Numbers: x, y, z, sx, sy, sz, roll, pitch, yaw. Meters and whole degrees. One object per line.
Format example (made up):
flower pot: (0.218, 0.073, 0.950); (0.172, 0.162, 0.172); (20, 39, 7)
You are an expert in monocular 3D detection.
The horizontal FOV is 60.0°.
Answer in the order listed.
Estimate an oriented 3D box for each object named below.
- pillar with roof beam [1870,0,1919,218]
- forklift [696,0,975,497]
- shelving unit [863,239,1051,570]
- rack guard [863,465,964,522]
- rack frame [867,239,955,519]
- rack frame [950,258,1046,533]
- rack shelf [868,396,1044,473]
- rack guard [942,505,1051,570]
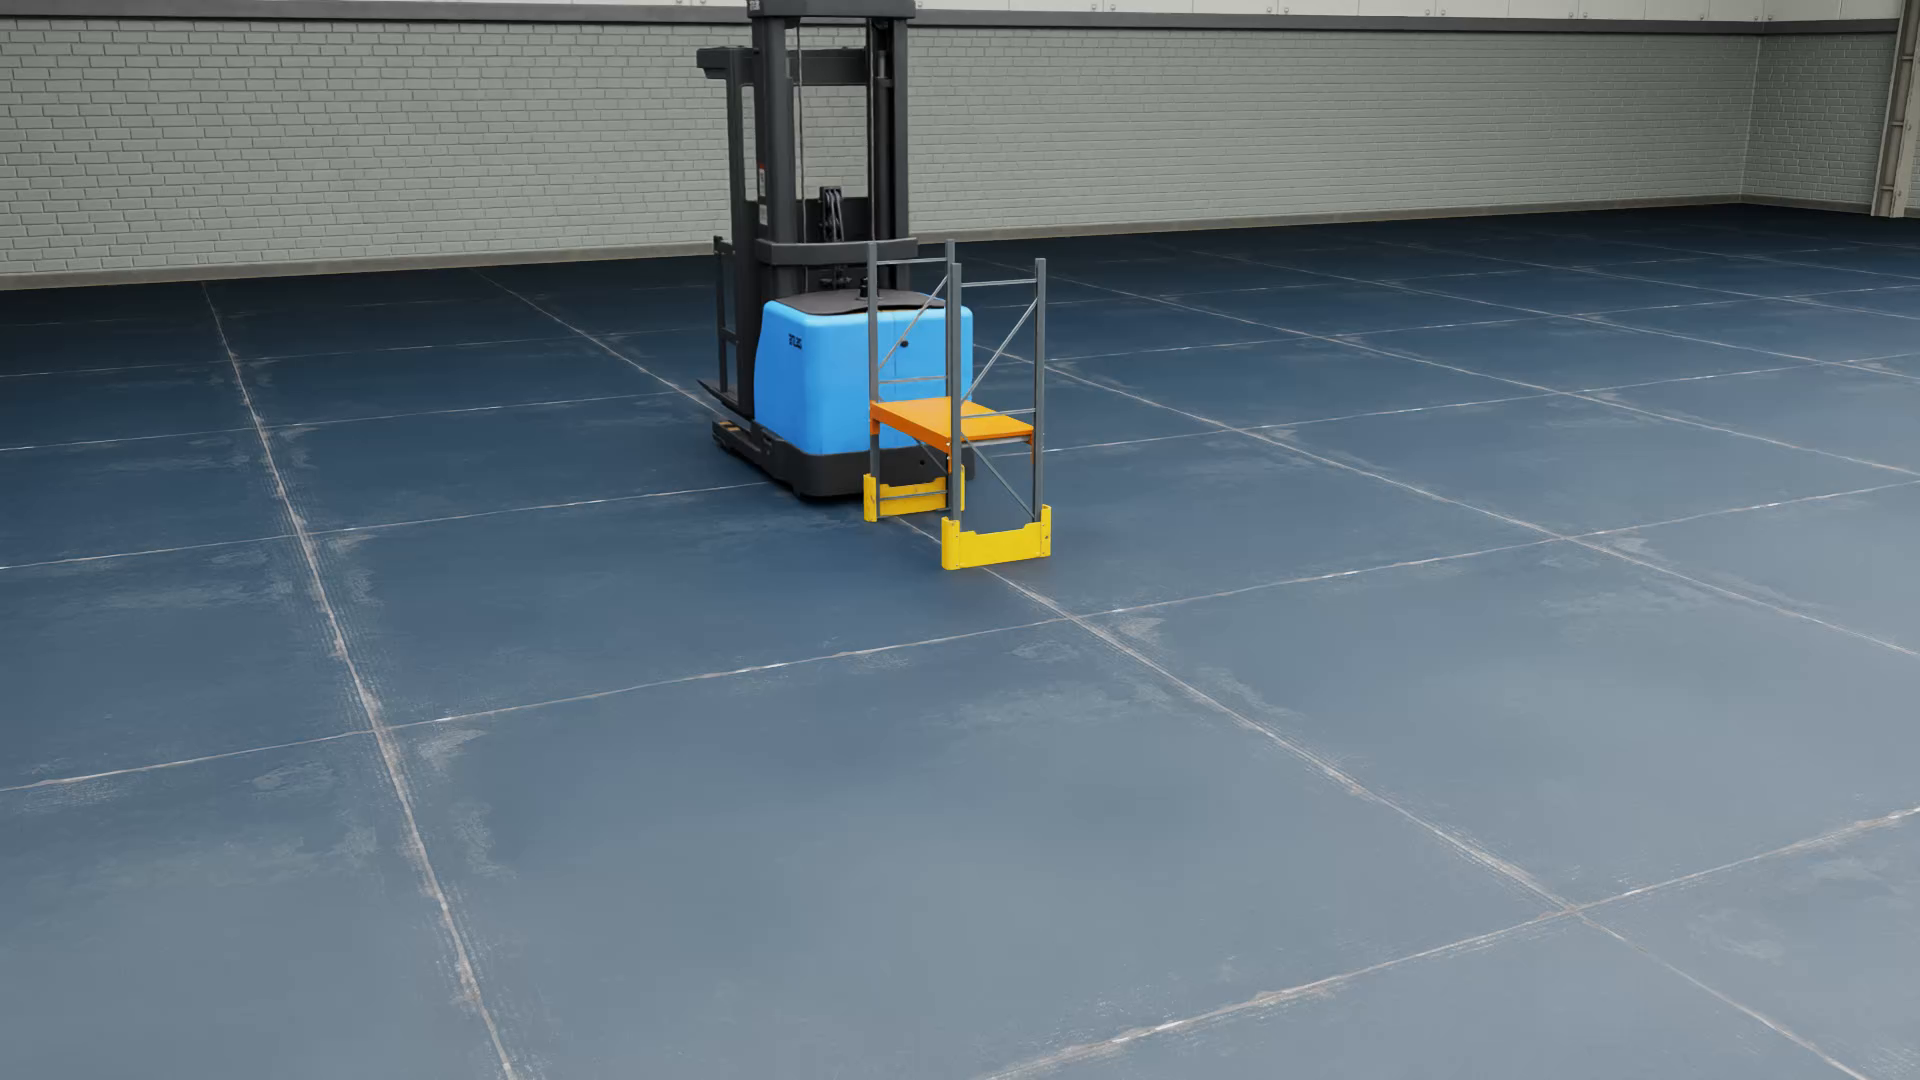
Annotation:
pillar with roof beam: (11.315, -9.108, 24.176); (9.100, 9.000, 0.400); (-8, 18, -25)
forklift: (-0.971, -2.013, 10.453); (1.130, 2.935, 3.031); (-7, 17, -23)
shelving unit: (-0.033, -0.740, 8.610); (0.587, 1.500, 1.083); (-8, 18, -25)
rack guard: (-0.252, -0.263, 9.212); (0.587, 0.250, 0.087); (-8, 18, -25)
rack frame: (-0.260, -0.868, 9.057); (0.500, 1.500, 0.032); (-8, 18, -25)
rack frame: (0.185, -0.616, 8.178); (0.500, 1.500, 0.032); (-8, 18, -25)
rack shelf: (-0.037, -0.569, 8.667); (0.538, 0.185, 1.000); (-8, 18, -25)
rack guard: (0.185, -0.016, 8.352); (0.587, 0.250, 0.087); (-8, 18, -25)
